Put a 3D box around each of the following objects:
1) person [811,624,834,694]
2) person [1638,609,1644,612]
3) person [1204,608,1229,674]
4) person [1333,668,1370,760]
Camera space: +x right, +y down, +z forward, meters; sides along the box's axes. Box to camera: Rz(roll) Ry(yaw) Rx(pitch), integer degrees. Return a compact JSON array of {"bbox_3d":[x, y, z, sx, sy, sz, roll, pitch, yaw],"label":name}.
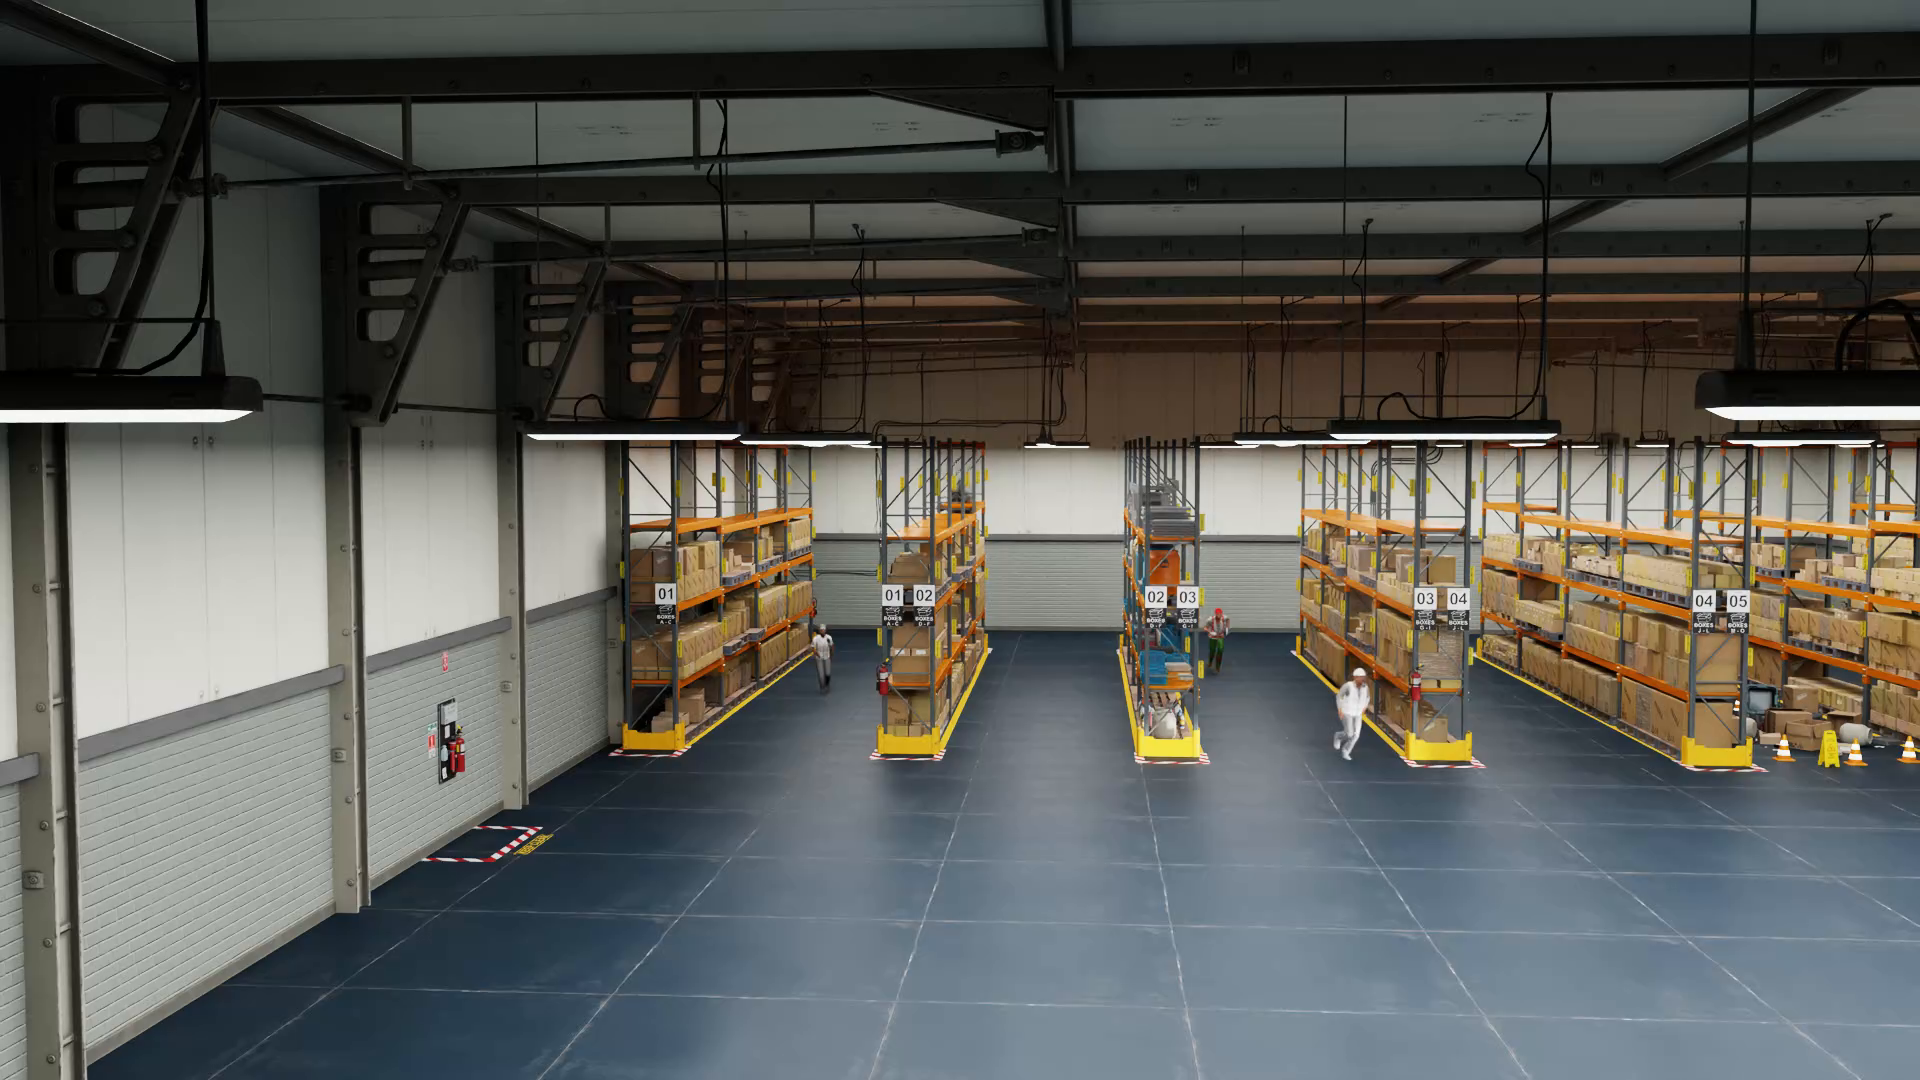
[{"bbox_3d":[-3.220,2.797,39.085,0.575,1.659,0.561,-1,3,-10],"label":"person"},{"bbox_3d":[16.954,2.629,41.446,0.630,1.811,0.827,0,3,1],"label":"person"},{"bbox_3d":[6.630,2.589,43.158,0.704,1.731,1.056,0,3,-6],"label":"person"},{"bbox_3d":[7.336,3.229,31.090,0.640,1.711,0.709,-1,3,-19],"label":"person"}]
